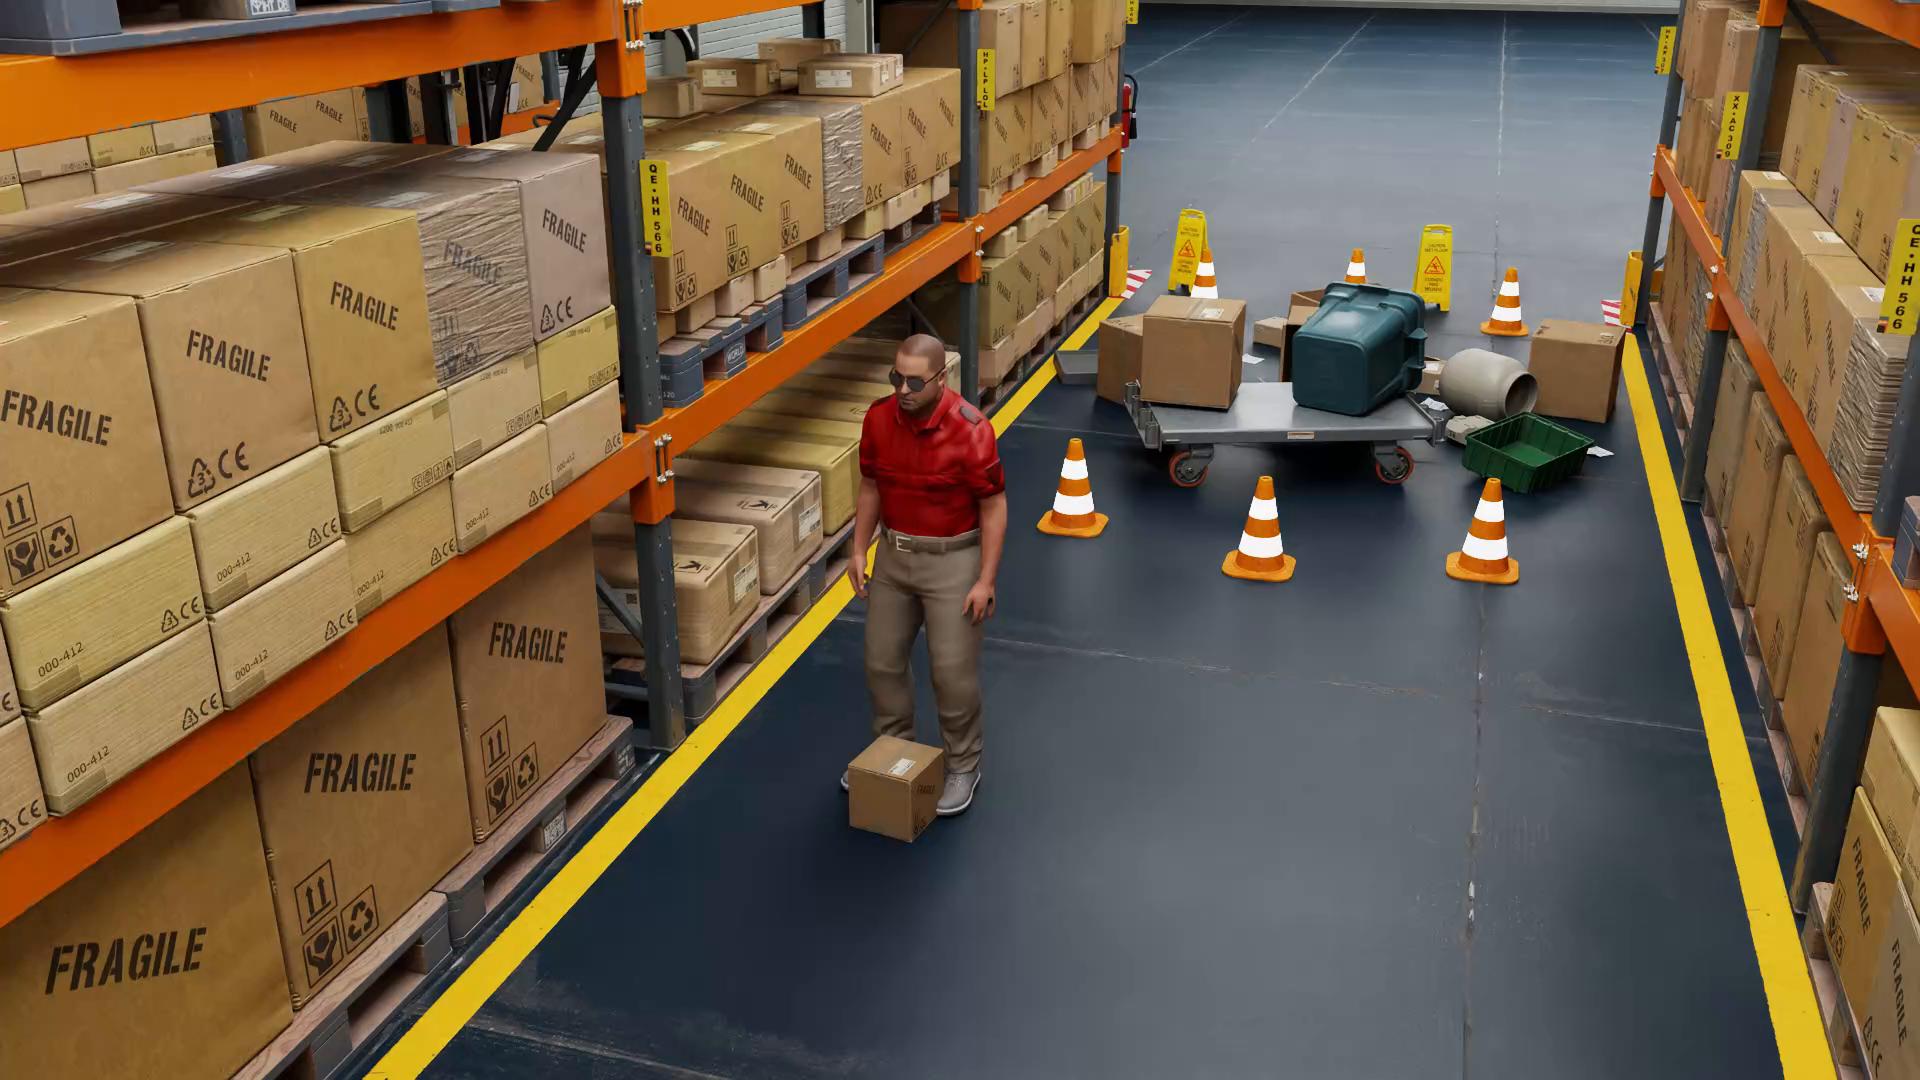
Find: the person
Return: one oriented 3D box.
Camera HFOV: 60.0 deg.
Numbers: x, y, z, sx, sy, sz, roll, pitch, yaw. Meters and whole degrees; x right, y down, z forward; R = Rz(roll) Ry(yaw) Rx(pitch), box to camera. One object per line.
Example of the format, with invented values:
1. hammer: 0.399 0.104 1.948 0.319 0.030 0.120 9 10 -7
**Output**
1. person: -0.122 0.107 5.838 0.587 1.727 0.394 12 25 27
